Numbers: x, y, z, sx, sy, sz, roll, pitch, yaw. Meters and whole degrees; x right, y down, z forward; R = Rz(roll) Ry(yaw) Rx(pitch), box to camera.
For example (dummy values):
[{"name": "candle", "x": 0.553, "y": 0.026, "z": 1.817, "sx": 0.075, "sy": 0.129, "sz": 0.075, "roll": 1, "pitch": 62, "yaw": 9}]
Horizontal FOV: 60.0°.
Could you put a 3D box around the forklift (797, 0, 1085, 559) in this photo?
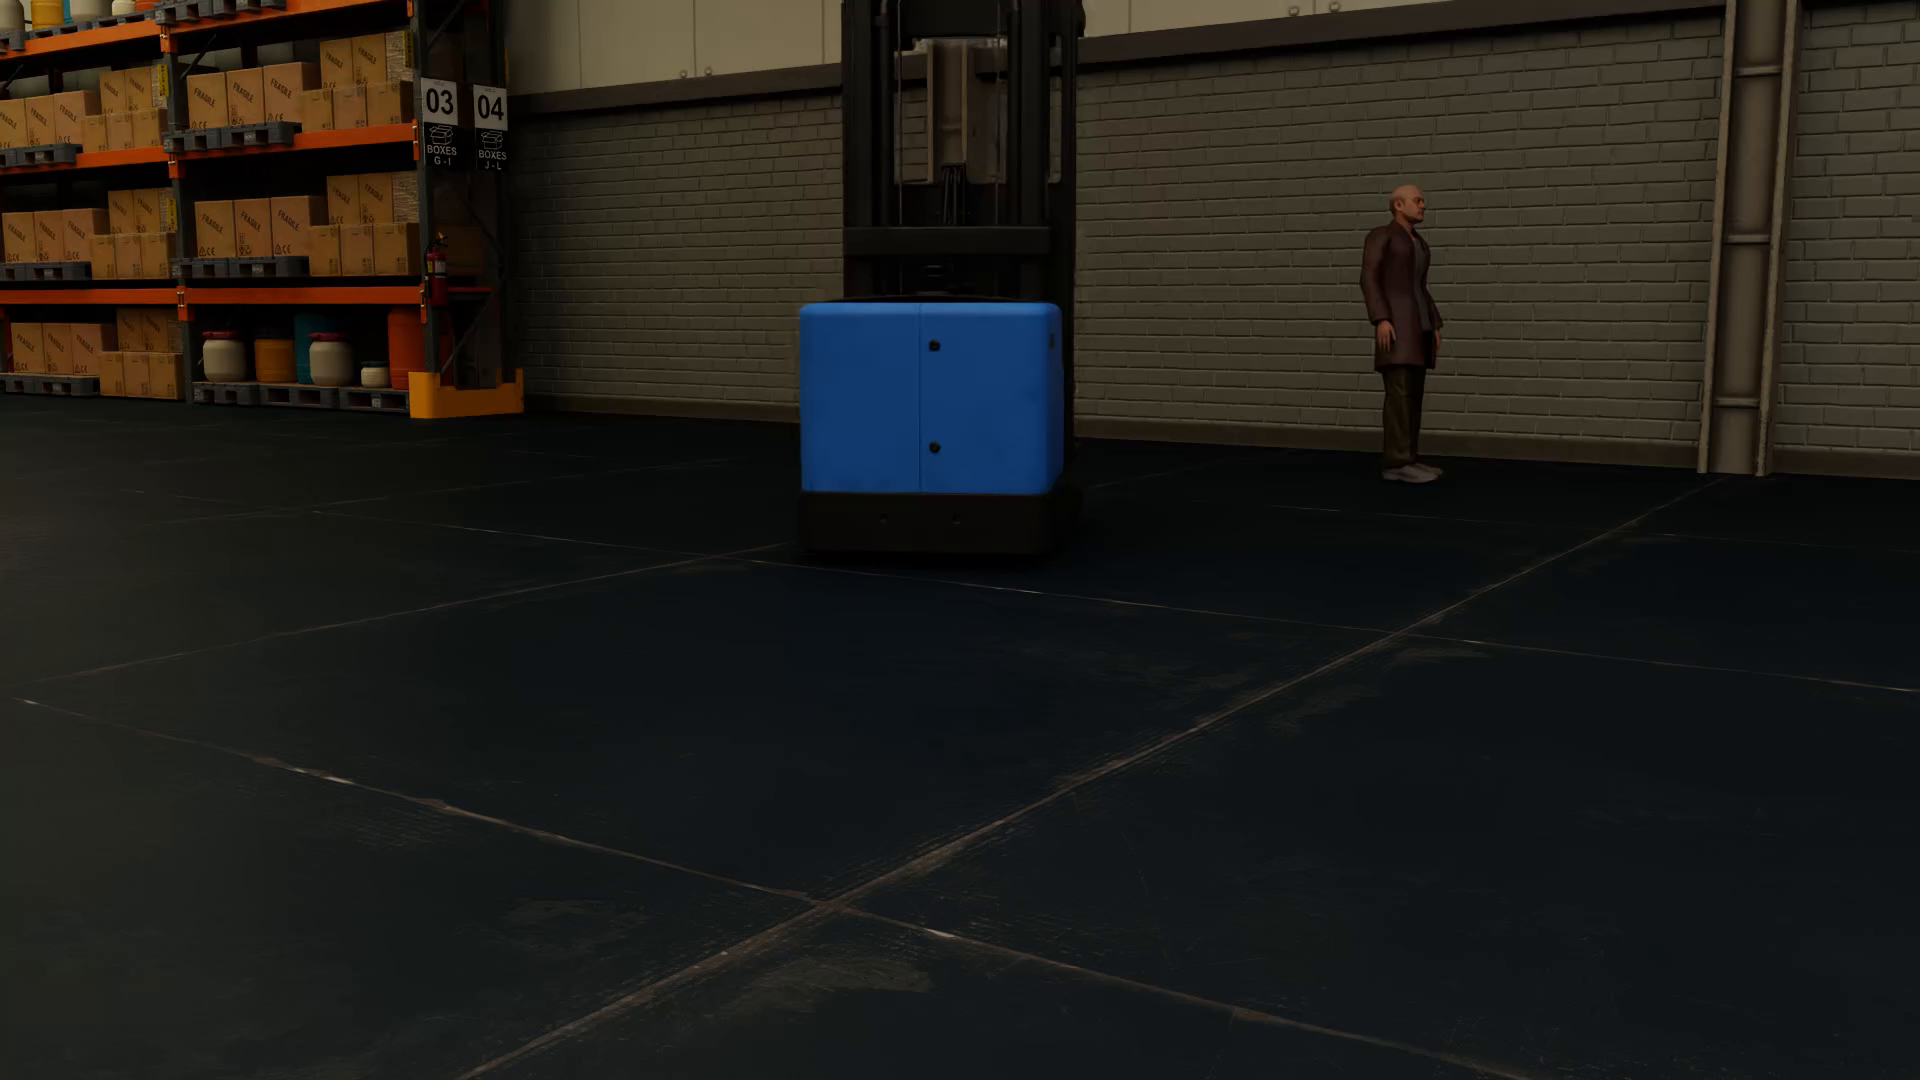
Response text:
[{"name": "forklift", "x": 0.026, "y": -1.541, "z": 8.027, "sx": 1.130, "sy": 2.935, "sz": 3.031, "roll": 1, "pitch": 8, "yaw": 7}]

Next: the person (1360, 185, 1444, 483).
[{"name": "person", "x": 2.787, "y": -1.256, "z": 10.092, "sx": 0.580, "sy": 1.781, "sz": 0.709, "roll": 8, "pitch": 11, "yaw": 44}]
